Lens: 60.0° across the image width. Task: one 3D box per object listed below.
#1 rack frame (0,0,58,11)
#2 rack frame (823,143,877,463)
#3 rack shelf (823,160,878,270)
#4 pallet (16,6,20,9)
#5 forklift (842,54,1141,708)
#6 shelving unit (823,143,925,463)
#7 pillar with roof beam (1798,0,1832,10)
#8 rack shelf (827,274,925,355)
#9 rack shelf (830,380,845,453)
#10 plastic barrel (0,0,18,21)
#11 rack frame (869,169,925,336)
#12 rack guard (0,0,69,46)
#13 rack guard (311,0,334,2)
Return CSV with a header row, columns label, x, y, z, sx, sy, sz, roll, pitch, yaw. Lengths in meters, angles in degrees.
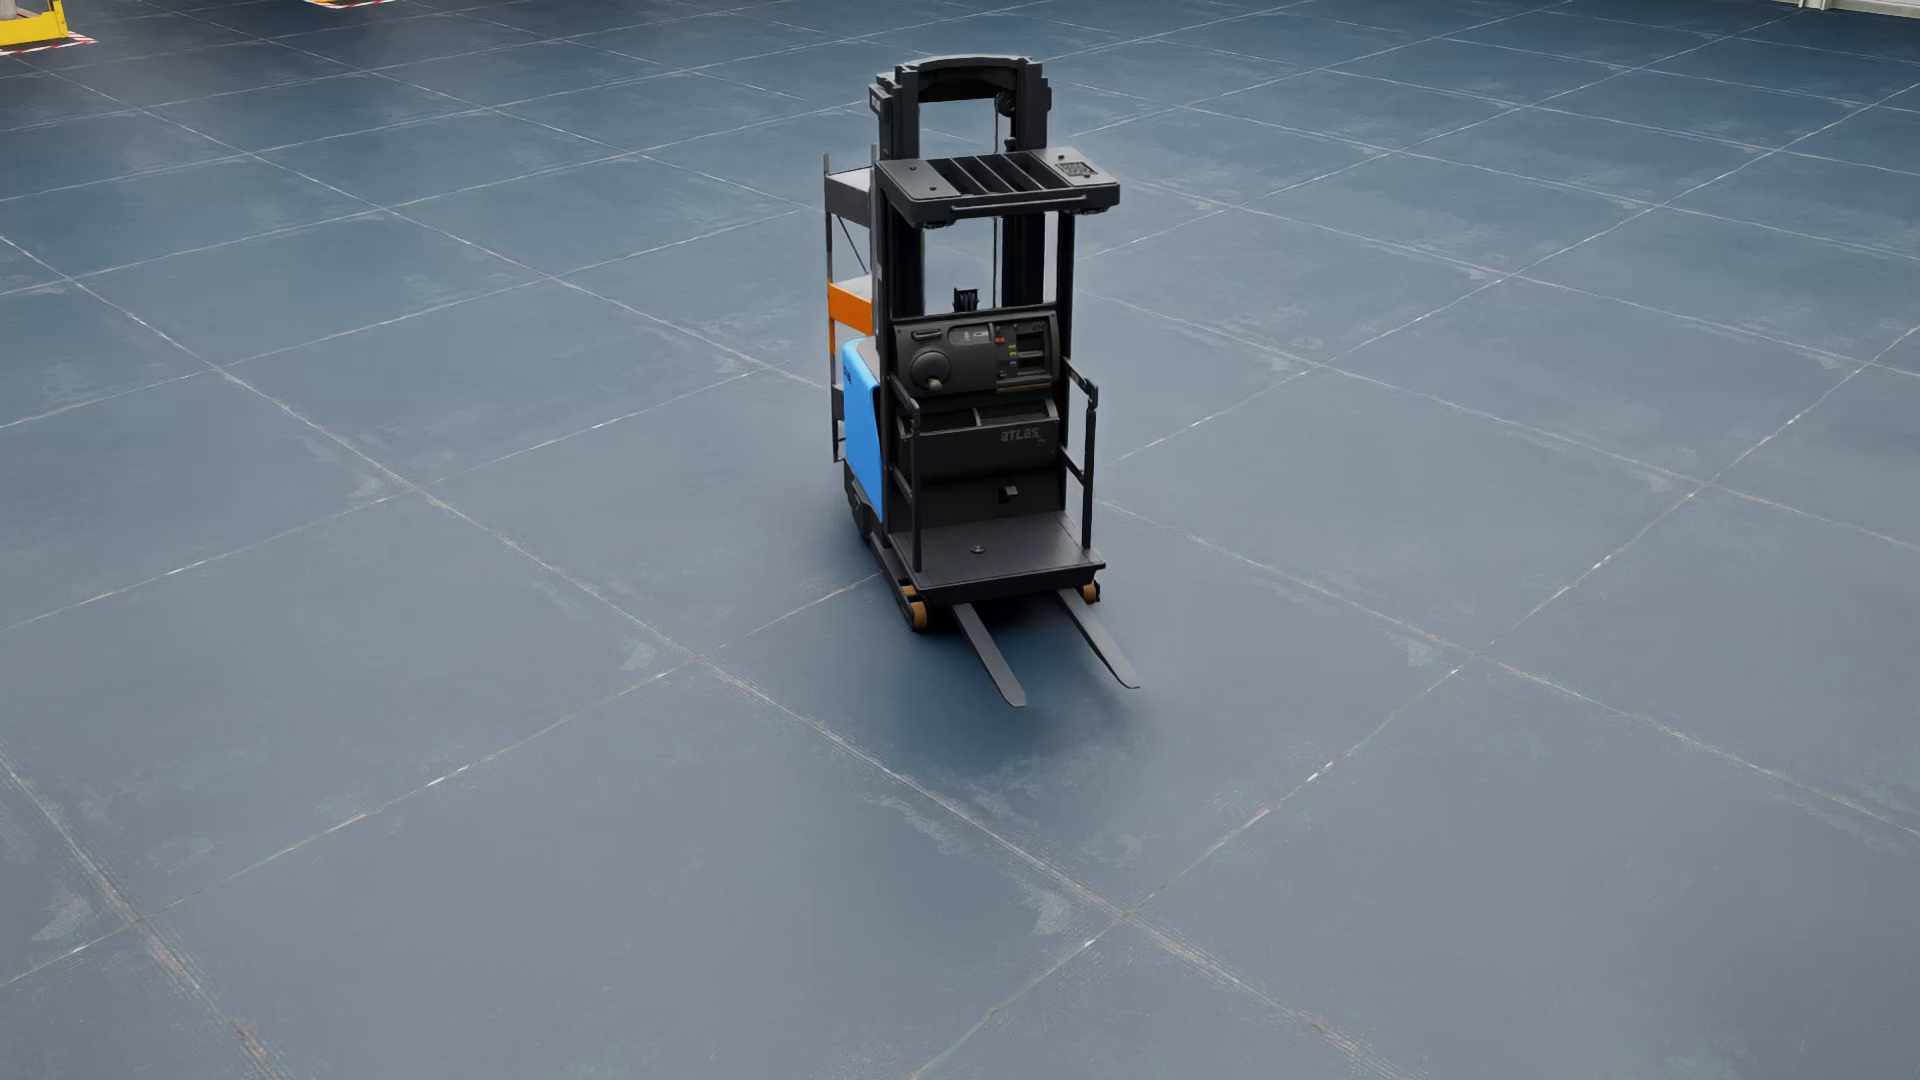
label,x,y,z,sx,sy,sz,roll,pitch,yaw
rack frame,-13.379,-8.503,23.199,0.127,3.000,1.000,25,36,38
rack frame,-0.692,-1.514,10.871,0.400,2.100,0.015,-20,34,-34
rack shelf,-0.536,-2.035,10.385,0.431,0.518,0.480,-20,34,-34
pallet,-14.908,-7.943,25.130,1.213,0.211,1.003,25,36,38
forklift,0.162,-0.995,8.992,1.130,2.935,3.031,-8,29,-14
shelving unit,-0.539,-1.426,10.702,0.431,2.100,0.503,-20,34,-34
pillar with roof beam,10.471,-10.964,21.432,0.400,9.000,9.100,25,36,38
rack shelf,-0.539,-1.414,10.709,0.431,0.518,0.480,-20,34,-34
rack shelf,-0.543,-0.793,11.032,0.431,0.518,0.480,-20,34,-34
plastic barrel,-13.902,-7.778,24.040,0.421,0.512,0.421,0,28,0
rack frame,-0.387,-1.337,10.534,0.400,2.100,0.015,-20,34,-34
rack guard,-13.467,-7.406,23.798,0.348,0.500,1.175,25,36,38
rack guard,-9.961,-9.066,26.954,0.348,0.500,1.175,25,36,38
